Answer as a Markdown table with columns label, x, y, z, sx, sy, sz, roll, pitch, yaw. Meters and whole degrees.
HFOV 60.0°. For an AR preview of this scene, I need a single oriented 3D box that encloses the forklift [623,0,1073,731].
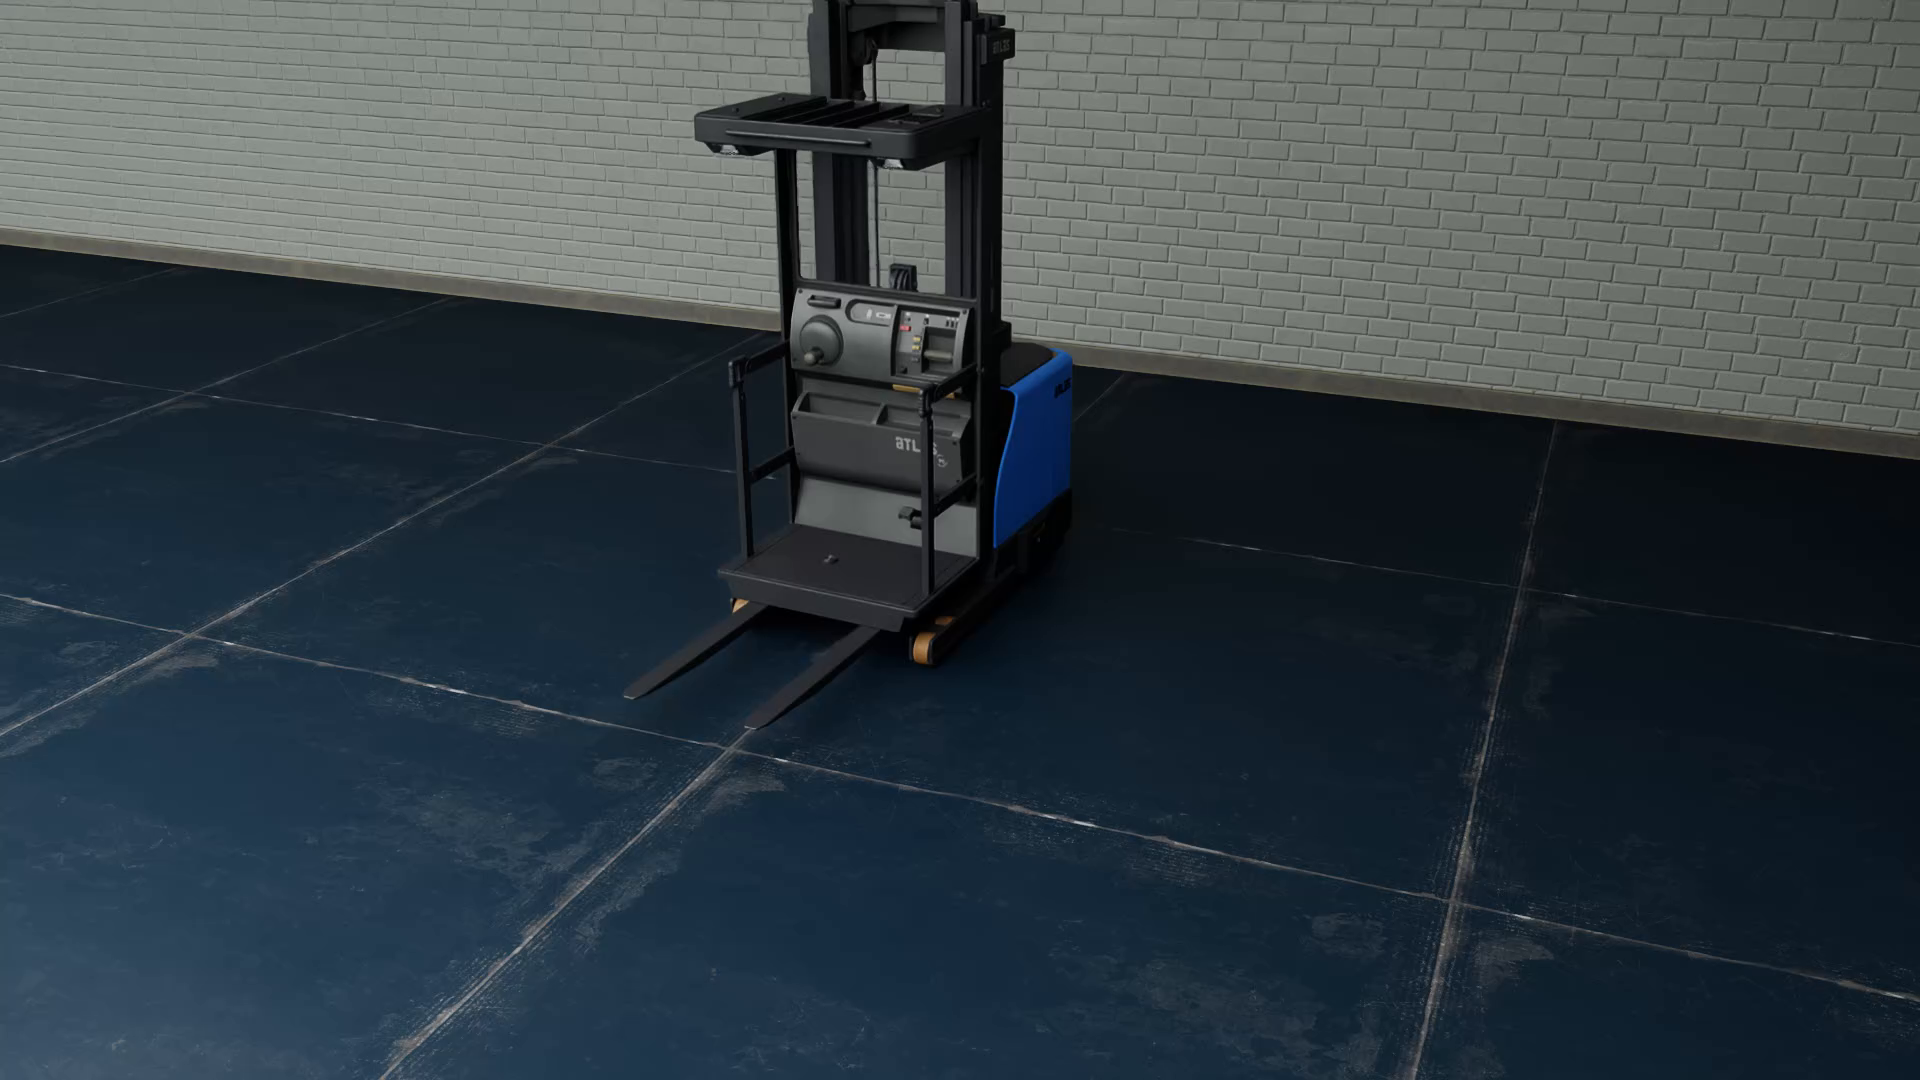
| label | x | y | z | sx | sy | sz | roll | pitch | yaw |
| --- | --- | --- | --- | --- | --- | --- | --- | --- | --- |
| forklift | -0.478 | -0.950 | 7.723 | 1.130 | 2.935 | 3.031 | 11 | 25 | 24 |
